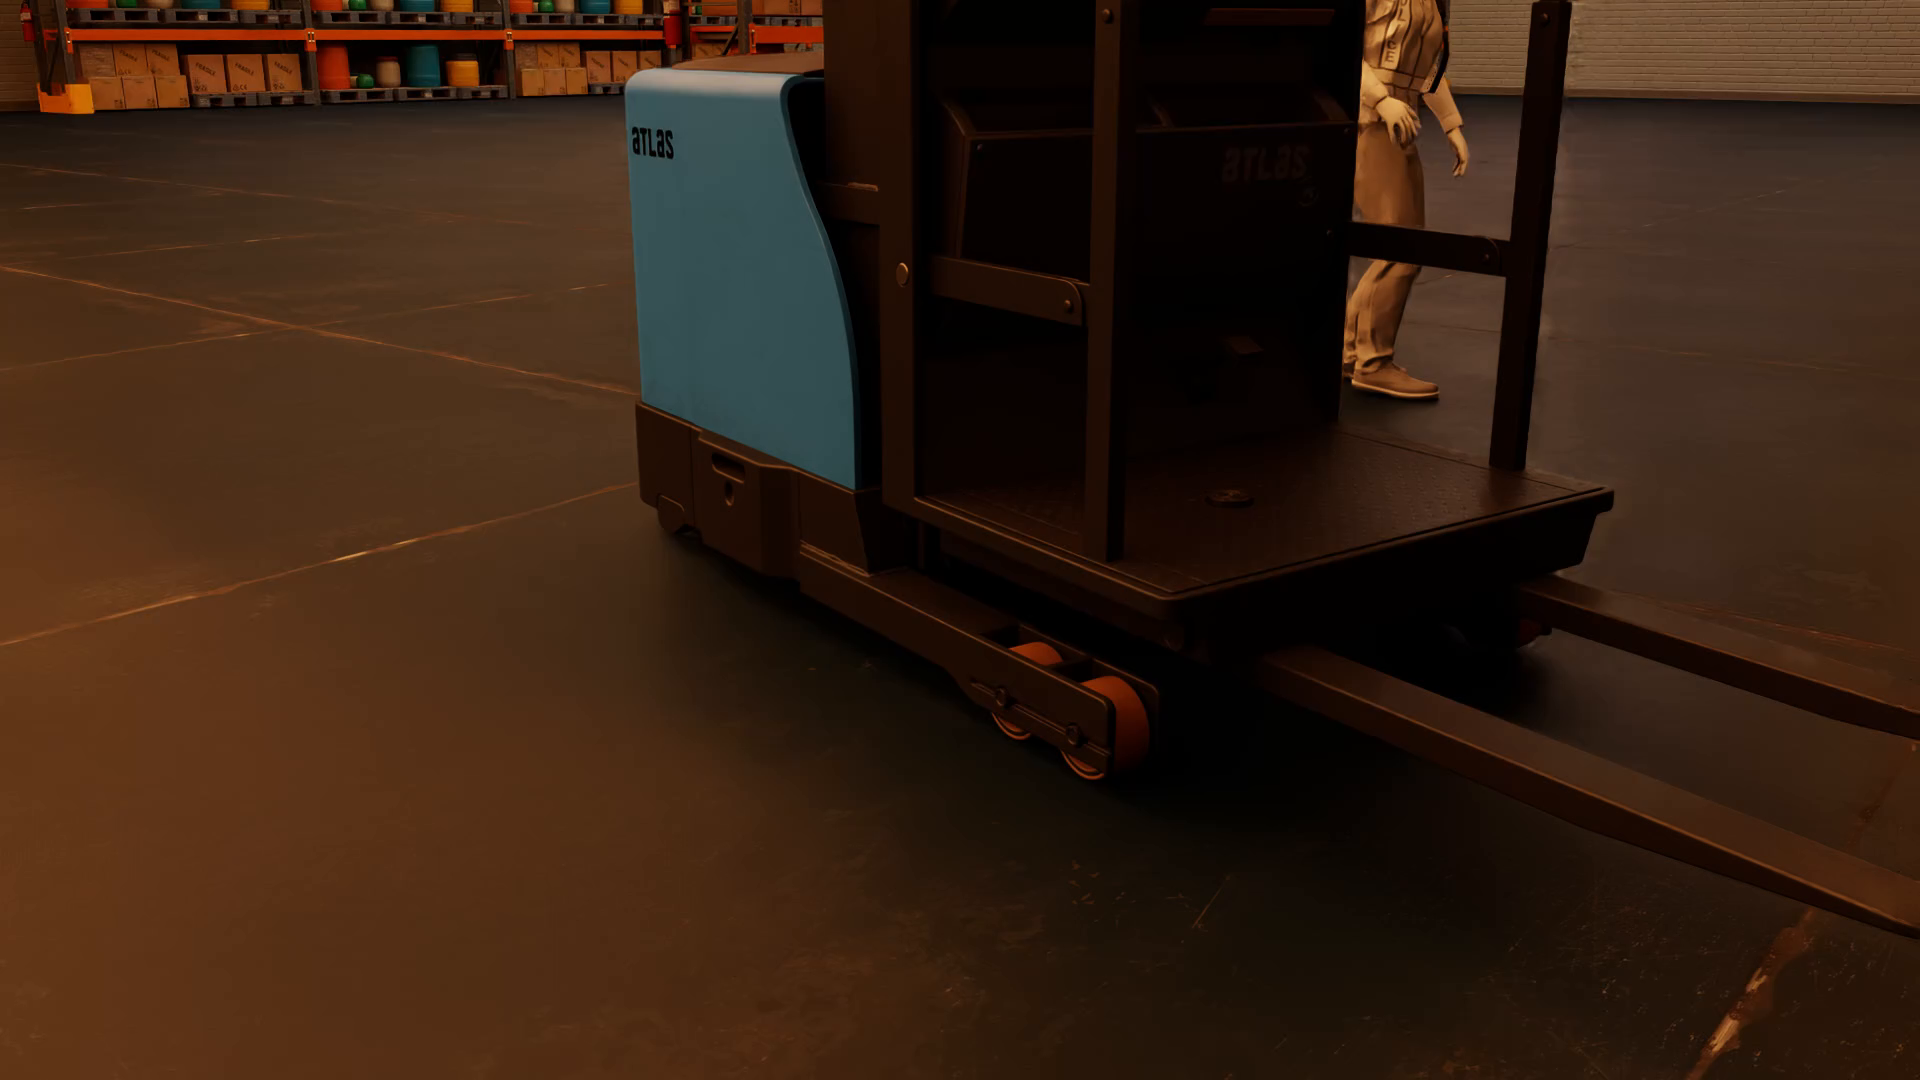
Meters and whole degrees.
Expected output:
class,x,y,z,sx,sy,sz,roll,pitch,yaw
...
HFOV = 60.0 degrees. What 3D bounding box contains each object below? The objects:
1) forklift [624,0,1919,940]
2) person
class,x,y,z,sx,sy,sz,roll,pitch,yaw
forklift,0.478,-1.175,2.767,1.130,2.935,3.031,-11,20,-33
person,1.442,-1.304,5.446,0.472,1.639,0.697,11,20,33
